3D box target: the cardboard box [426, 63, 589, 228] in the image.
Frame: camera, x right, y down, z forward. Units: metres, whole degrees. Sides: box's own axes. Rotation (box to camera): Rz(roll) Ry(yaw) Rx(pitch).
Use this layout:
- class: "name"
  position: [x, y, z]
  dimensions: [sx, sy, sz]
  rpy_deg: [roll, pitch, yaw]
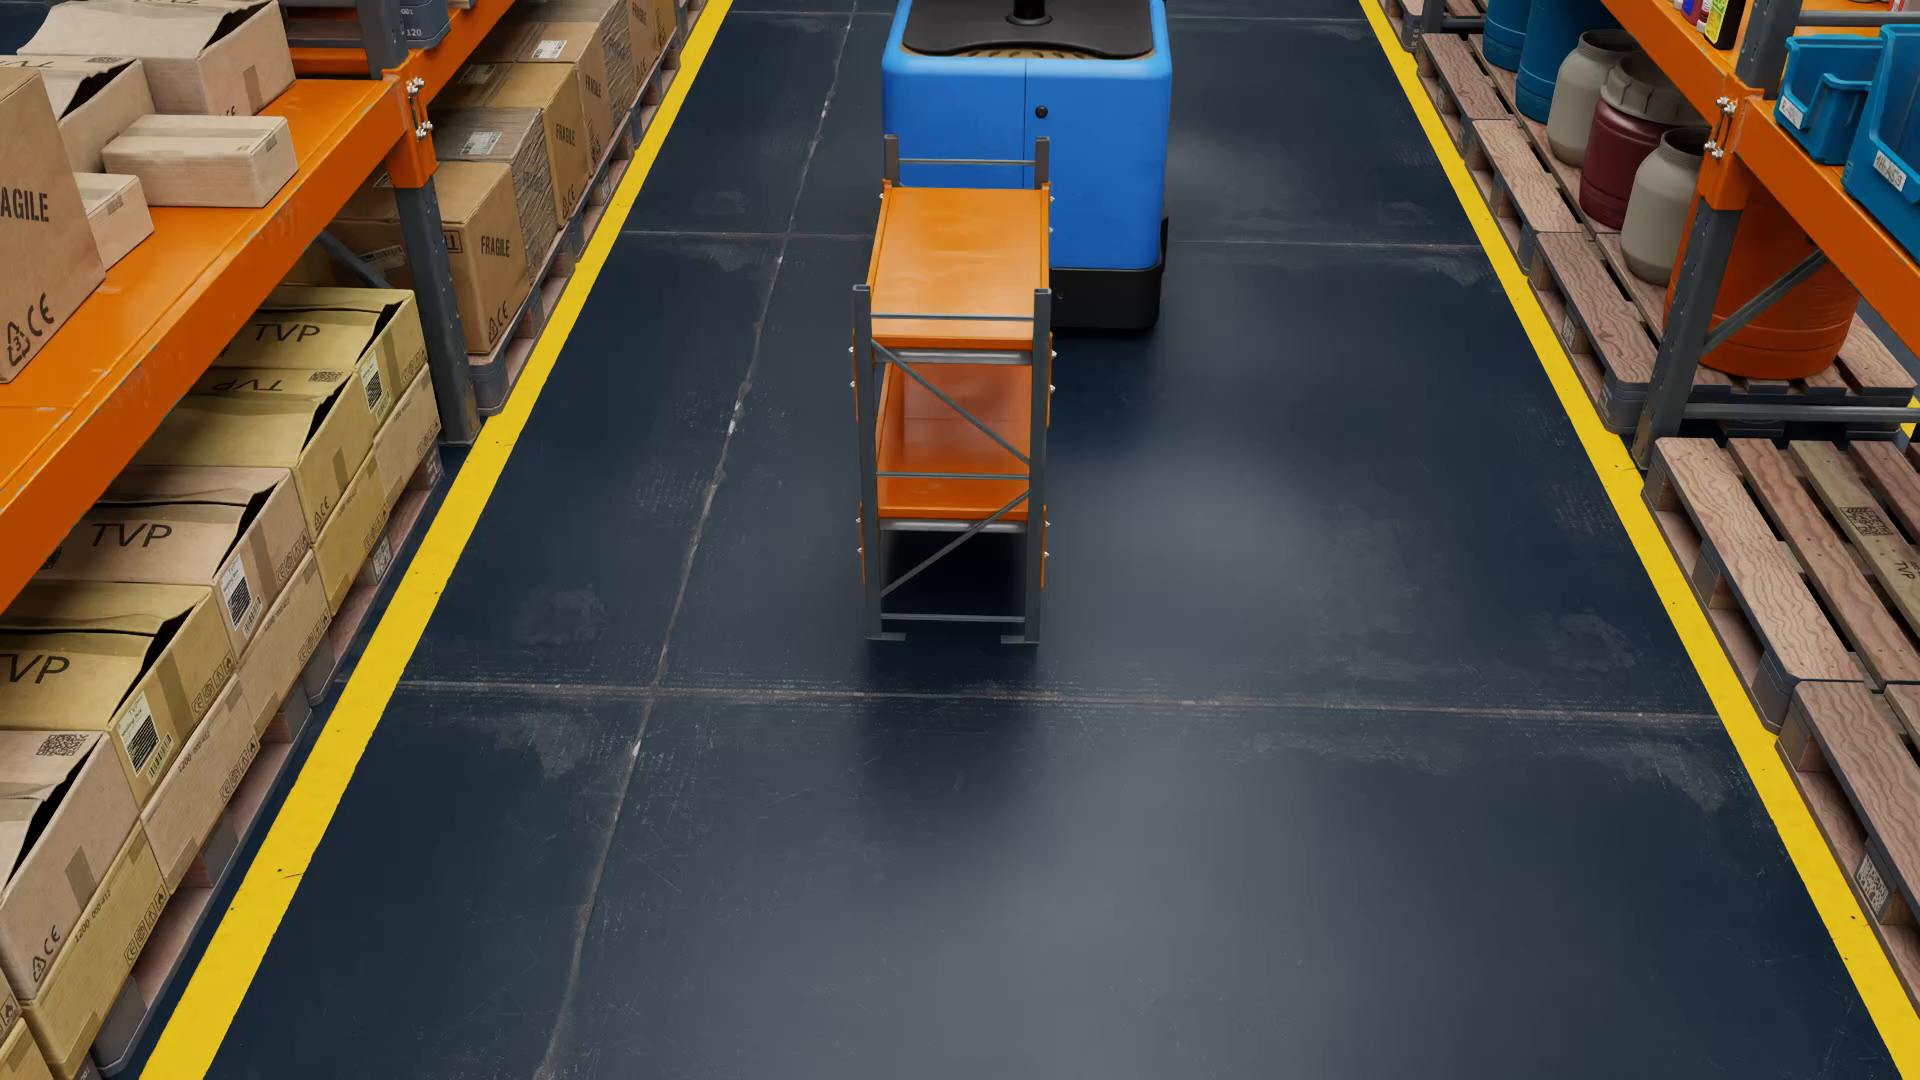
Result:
- class: "cardboard box"
  position: [-1.825, -1.593, 6.699]
  dimensions: [0.500, 0.500, 0.500]
  rpy_deg: [1, 35, 1]

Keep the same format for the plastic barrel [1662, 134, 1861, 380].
- class: "plastic barrel"
  position: [2.782, -1.040, 5.644]
  dimensions: [0.600, 0.830, 0.708]
  rpy_deg: [1, 35, 2]

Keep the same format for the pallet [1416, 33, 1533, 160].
- class: "pallet"
  position: [2.868, -2.190, 8.182]
  dimensions: [1.003, 0.211, 1.213]
  rpy_deg: [1, 35, 2]

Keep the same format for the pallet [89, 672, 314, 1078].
- class: "pallet"
  position: [-2.293, 0.721, 4.041]
  dimensions: [1.003, 0.211, 1.213]
  rpy_deg: [1, 35, 2]

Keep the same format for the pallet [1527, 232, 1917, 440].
- class: "pallet"
  position: [2.770, -0.788, 6.188]
  dimensions: [1.003, 0.211, 1.213]
  rpy_deg: [1, 35, 2]

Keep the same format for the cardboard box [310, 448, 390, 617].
- class: "cardboard box"
  position: [-1.964, -0.034, 4.716]
  dimensions: [0.500, 0.250, 0.500]
  rpy_deg: [1, 35, 1]

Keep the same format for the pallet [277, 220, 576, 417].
- class: "pallet"
  position: [-2.102, -0.879, 6.317]
  dimensions: [1.003, 0.211, 1.213]
  rpy_deg: [1, 35, 2]

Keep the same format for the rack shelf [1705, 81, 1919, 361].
- class: "rack shelf"
  position: [2.699, -0.032, 3.312]
  dimensions: [1.077, 0.370, 4.000]
  rpy_deg: [1, 35, 2]

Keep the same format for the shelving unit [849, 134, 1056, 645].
- class: "shelving unit"
  position: [0.000, -0.464, 4.932]
  dimensions: [0.538, 1.125, 1.048]
  rpy_deg: [1, 35, 2]

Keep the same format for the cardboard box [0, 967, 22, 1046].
- class: "cardboard box"
  position: [-2.039, 0.911, 2.883]
  dimensions: [0.500, 0.311, 0.500]
  rpy_deg: [1, 35, 1]

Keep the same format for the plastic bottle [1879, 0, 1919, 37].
- class: "plastic bottle"
  position: [2.968, -1.669, 5.124]
  dimensions: [0.152, 0.276, 0.135]
  rpy_deg: [1, 35, 2]

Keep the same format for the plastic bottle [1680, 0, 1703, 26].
- class: "plastic bottle"
  position: [2.379, -1.802, 5.307]
  dimensions: [0.061, 0.283, 0.133]
  rpy_deg: [1, 35, 2]

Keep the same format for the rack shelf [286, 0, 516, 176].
- class: "rack shelf"
  position: [-2.089, -2.446, 6.748]
  dimensions: [1.077, 0.370, 4.000]
  rpy_deg: [1, 35, 2]

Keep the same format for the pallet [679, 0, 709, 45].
- class: "pallet"
  position: [-1.980, -3.143, 9.539]
  dimensions: [1.003, 0.211, 1.213]
  rpy_deg: [1, 35, 2]

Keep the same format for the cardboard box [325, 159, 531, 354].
- class: "cardboard box"
  position: [-1.866, -1.004, 5.861]
  dimensions: [0.500, 0.500, 0.500]
  rpy_deg: [3, 35, 4]

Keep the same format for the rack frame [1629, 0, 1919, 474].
- class: "rack frame"
  position: [2.780, -1.475, 4.740]
  dimensions: [1.000, 3.000, 0.127]
  rpy_deg: [1, 35, 2]

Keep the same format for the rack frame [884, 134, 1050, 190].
- class: "rack frame"
  position: [0.021, -0.756, 5.348]
  dimensions: [0.500, 1.125, 0.032]
  rpy_deg: [1, 35, 2]

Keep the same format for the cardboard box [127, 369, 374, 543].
- class: "cardboard box"
  position: [-1.959, -0.262, 4.553]
  dimensions: [0.500, 0.311, 0.500]
  rpy_deg: [1, 35, 1]

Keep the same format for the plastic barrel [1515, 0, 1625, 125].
- class: "plastic barrel"
  position: [2.873, -2.367, 7.470]
  dimensions: [0.600, 0.901, 0.708]
  rpy_deg: [1, 35, 2]

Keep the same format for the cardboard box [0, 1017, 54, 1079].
- class: "cardboard box"
  position: [-2.044, 1.140, 3.045]
  dimensions: [0.500, 0.250, 0.500]
  rpy_deg: [2, 35, 3]

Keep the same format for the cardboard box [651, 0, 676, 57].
- class: "cardboard box"
  position: [-1.742, -2.757, 8.355]
  dimensions: [0.500, 0.500, 0.500]
  rpy_deg: [1, 35, 2]

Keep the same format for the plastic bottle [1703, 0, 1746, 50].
- class: "plastic bottle"
  position: [2.370, -1.669, 5.118]
  dimensions: [0.061, 0.283, 0.133]
  rpy_deg: [1, 35, 2]

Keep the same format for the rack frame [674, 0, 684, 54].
- class: "rack frame"
  position: [-2.009, -3.890, 8.176]
  dimensions: [1.000, 3.000, 0.127]
  rpy_deg: [1, 35, 2]

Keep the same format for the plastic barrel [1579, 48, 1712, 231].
- class: "plastic barrel"
  position: [2.828, -1.590, 6.636]
  dimensions: [0.600, 0.588, 0.708]
  rpy_deg: [1, 35, 2]

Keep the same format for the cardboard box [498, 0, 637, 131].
- class: "cardboard box"
  position: [-1.791, -2.185, 7.541]
  dimensions: [0.500, 0.500, 0.500]
  rpy_deg: [2, 35, 2]

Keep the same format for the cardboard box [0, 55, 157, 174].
- class: "cardboard box"
  position: [-2.399, -1.046, 4.207]
  dimensions: [0.500, 0.311, 0.500]
  rpy_deg: [1, 35, 1]

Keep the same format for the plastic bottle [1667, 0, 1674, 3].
- class: "plastic bottle"
  position: [2.406, -1.890, 5.504]
  dimensions: [0.097, 0.201, 0.097]
  rpy_deg: [0, 35, 0]

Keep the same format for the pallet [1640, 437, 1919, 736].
- class: "pallet"
  position: [2.710, 0.110, 4.910]
  dimensions: [1.003, 0.211, 1.213]
  rpy_deg: [1, 35, 2]

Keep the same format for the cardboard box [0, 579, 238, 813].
- class: "cardboard box"
  position: [-2.004, 0.315, 3.731]
  dimensions: [0.500, 0.311, 0.500]
  rpy_deg: [2, 35, 3]

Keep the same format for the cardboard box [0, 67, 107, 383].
- class: "cardboard box"
  position: [-2.220, -0.668, 3.505]
  dimensions: [0.500, 0.500, 0.500]
  rpy_deg: [0, 35, -1]

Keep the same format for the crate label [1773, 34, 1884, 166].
- class: "crate label"
  position: [2.388, -1.173, 4.456]
  dimensions: [0.303, 0.233, 0.416]
  rpy_deg: [1, 35, 2]

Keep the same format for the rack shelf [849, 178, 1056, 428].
- class: "rack shelf"
  position: [0.000, -0.704, 4.764]
  dimensions: [0.538, 0.278, 1.000]
  rpy_deg: [1, 35, 2]

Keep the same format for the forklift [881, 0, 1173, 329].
- class: "forklift"
  position: [0.316, -2.818, 6.710]
  dimensions: [1.130, 2.935, 3.031]
  rpy_deg: [2, 35, 3]

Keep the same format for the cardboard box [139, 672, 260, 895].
- class: "cardboard box"
  position: [-2.005, 0.550, 3.884]
  dimensions: [0.500, 0.250, 0.500]
  rpy_deg: [2, 35, 3]

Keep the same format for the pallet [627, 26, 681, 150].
- class: "pallet"
  position: [-2.004, -2.280, 8.311]
  dimensions: [1.003, 0.211, 1.213]
  rpy_deg: [1, 35, 2]
